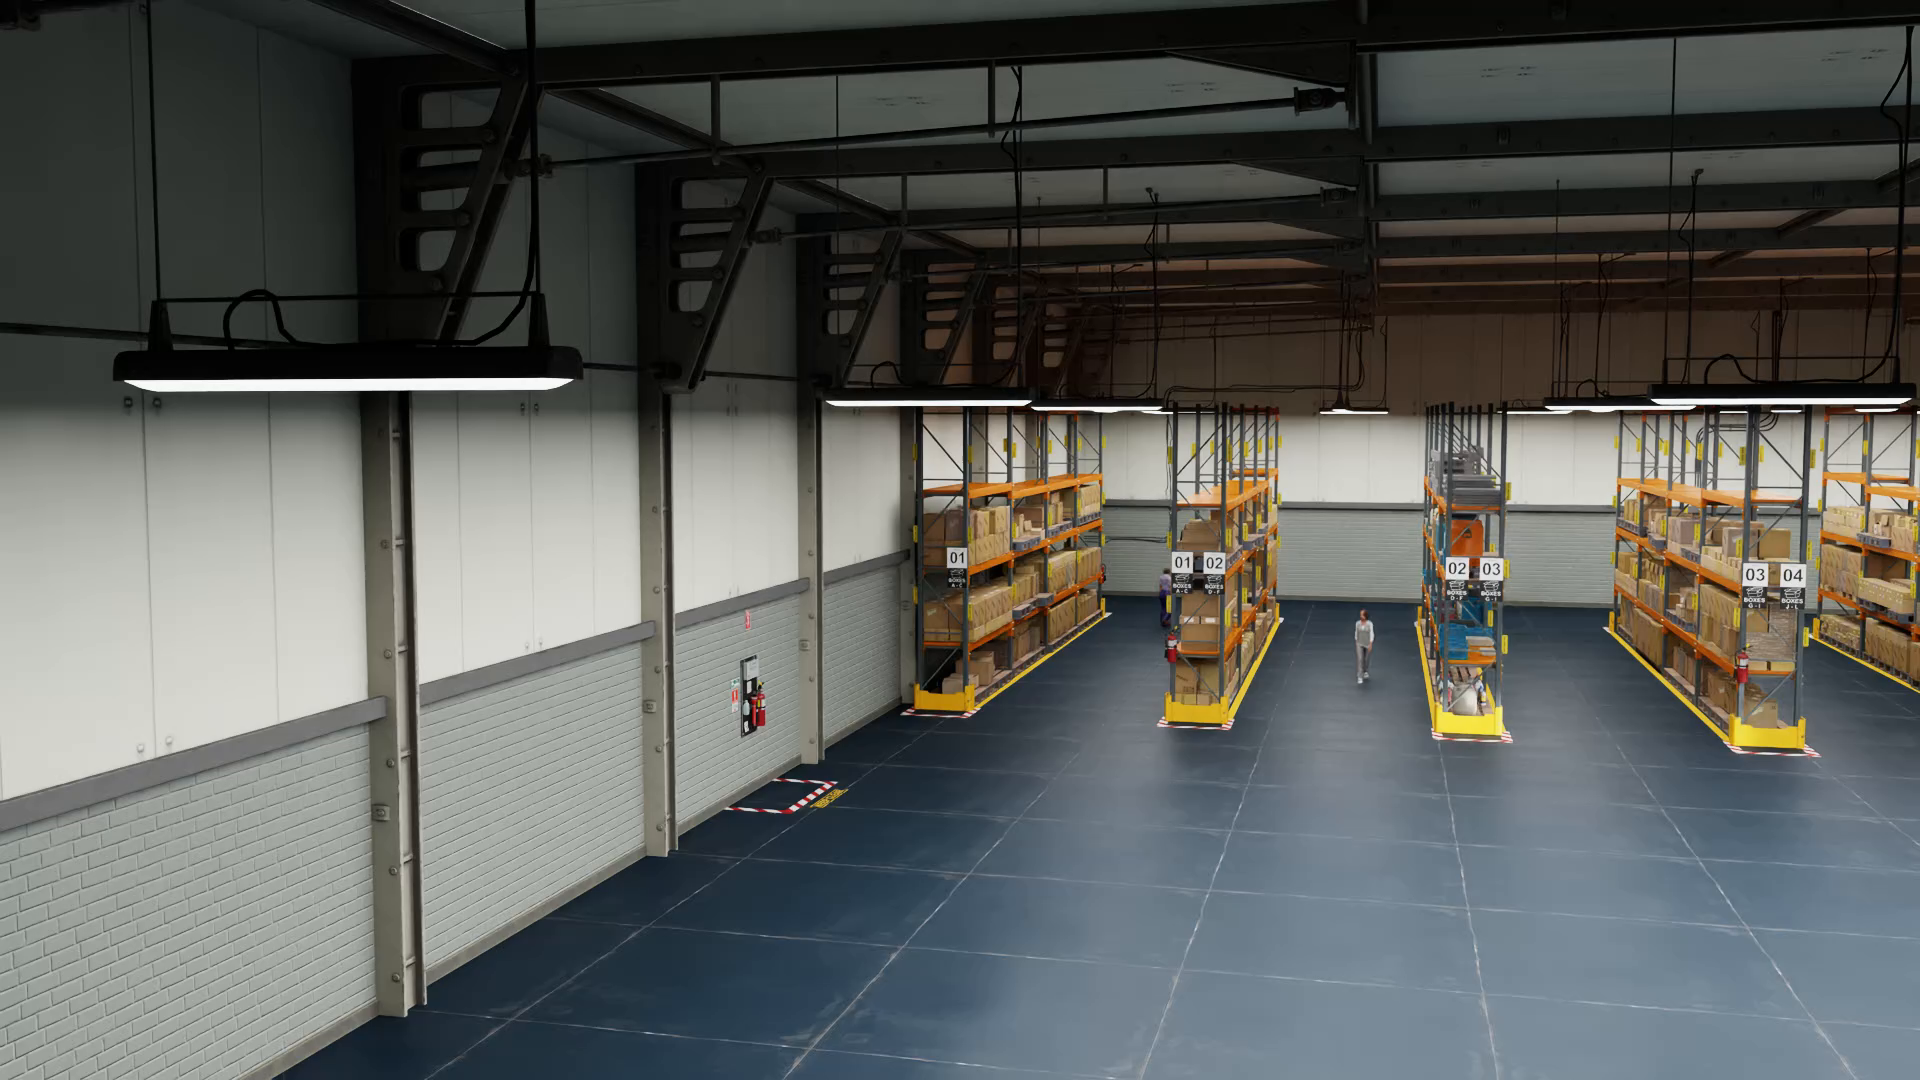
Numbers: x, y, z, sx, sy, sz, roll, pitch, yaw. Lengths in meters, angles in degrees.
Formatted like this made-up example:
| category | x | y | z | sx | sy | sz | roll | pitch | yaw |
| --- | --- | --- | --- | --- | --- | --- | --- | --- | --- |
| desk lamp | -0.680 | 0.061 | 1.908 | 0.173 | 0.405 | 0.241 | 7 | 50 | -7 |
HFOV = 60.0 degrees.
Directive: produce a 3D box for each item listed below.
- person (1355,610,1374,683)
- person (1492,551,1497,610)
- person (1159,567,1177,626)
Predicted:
| category | x | y | z | sx | sy | sz | roll | pitch | yaw |
| --- | --- | --- | --- | --- | --- | --- | --- | --- | --- |
| person | 8.728 | 2.278 | 35.892 | 0.392 | 1.539 | 0.972 | 1 | 4 | 12 |
| person | 15.717 | 1.194 | 49.140 | 0.507 | 1.795 | 0.627 | -1 | 4 | -8 |
| person | 5.615 | 1.547 | 45.332 | 0.445 | 1.650 | 0.518 | -3 | 5 | -31 |
